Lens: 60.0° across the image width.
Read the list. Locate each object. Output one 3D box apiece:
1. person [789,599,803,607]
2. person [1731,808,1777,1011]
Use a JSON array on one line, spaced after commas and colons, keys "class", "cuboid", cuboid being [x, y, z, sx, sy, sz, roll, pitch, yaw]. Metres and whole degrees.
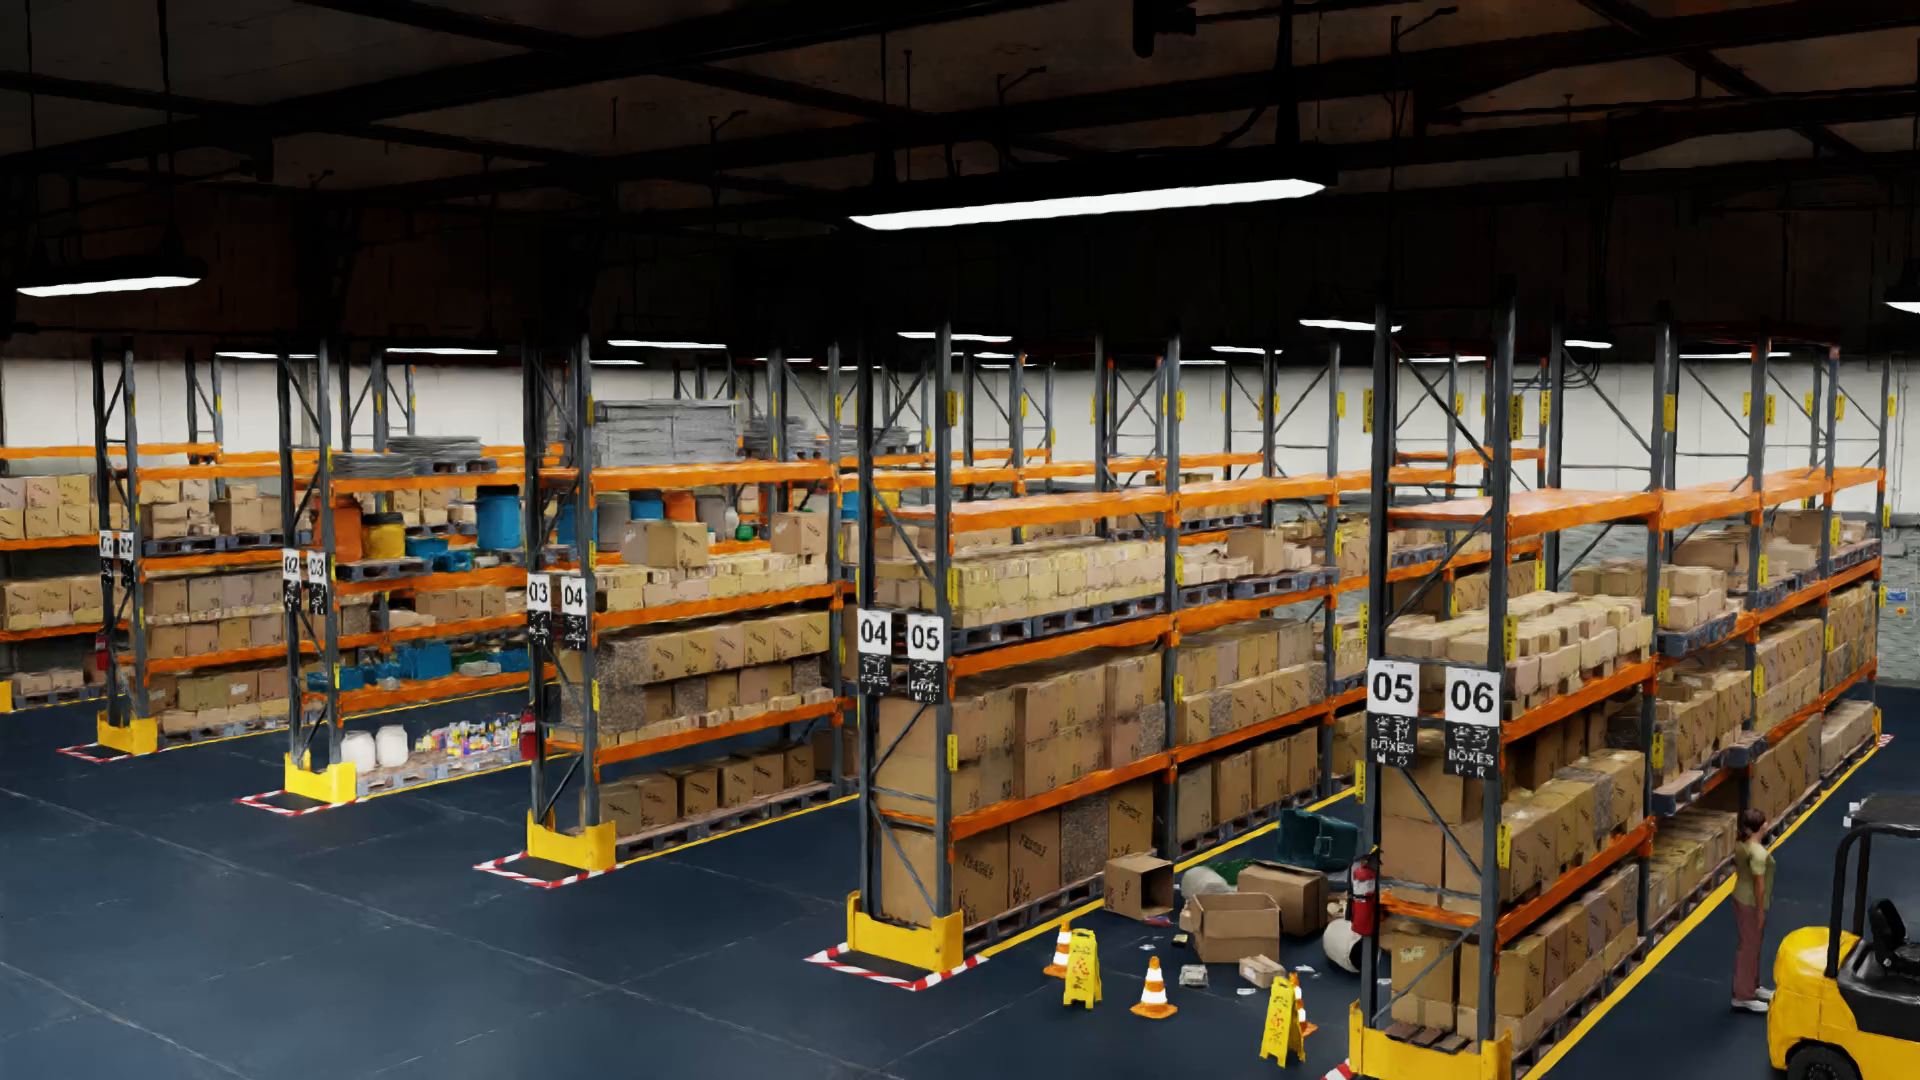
[{"class": "person", "cuboid": [-3.157, 1.504, 32.282, 0.676, 1.725, 0.574, 4, 6, 35]}, {"class": "person", "cuboid": [6.734, 3.094, 14.053, 0.433, 1.673, 0.494, 0, 5, 6]}]
